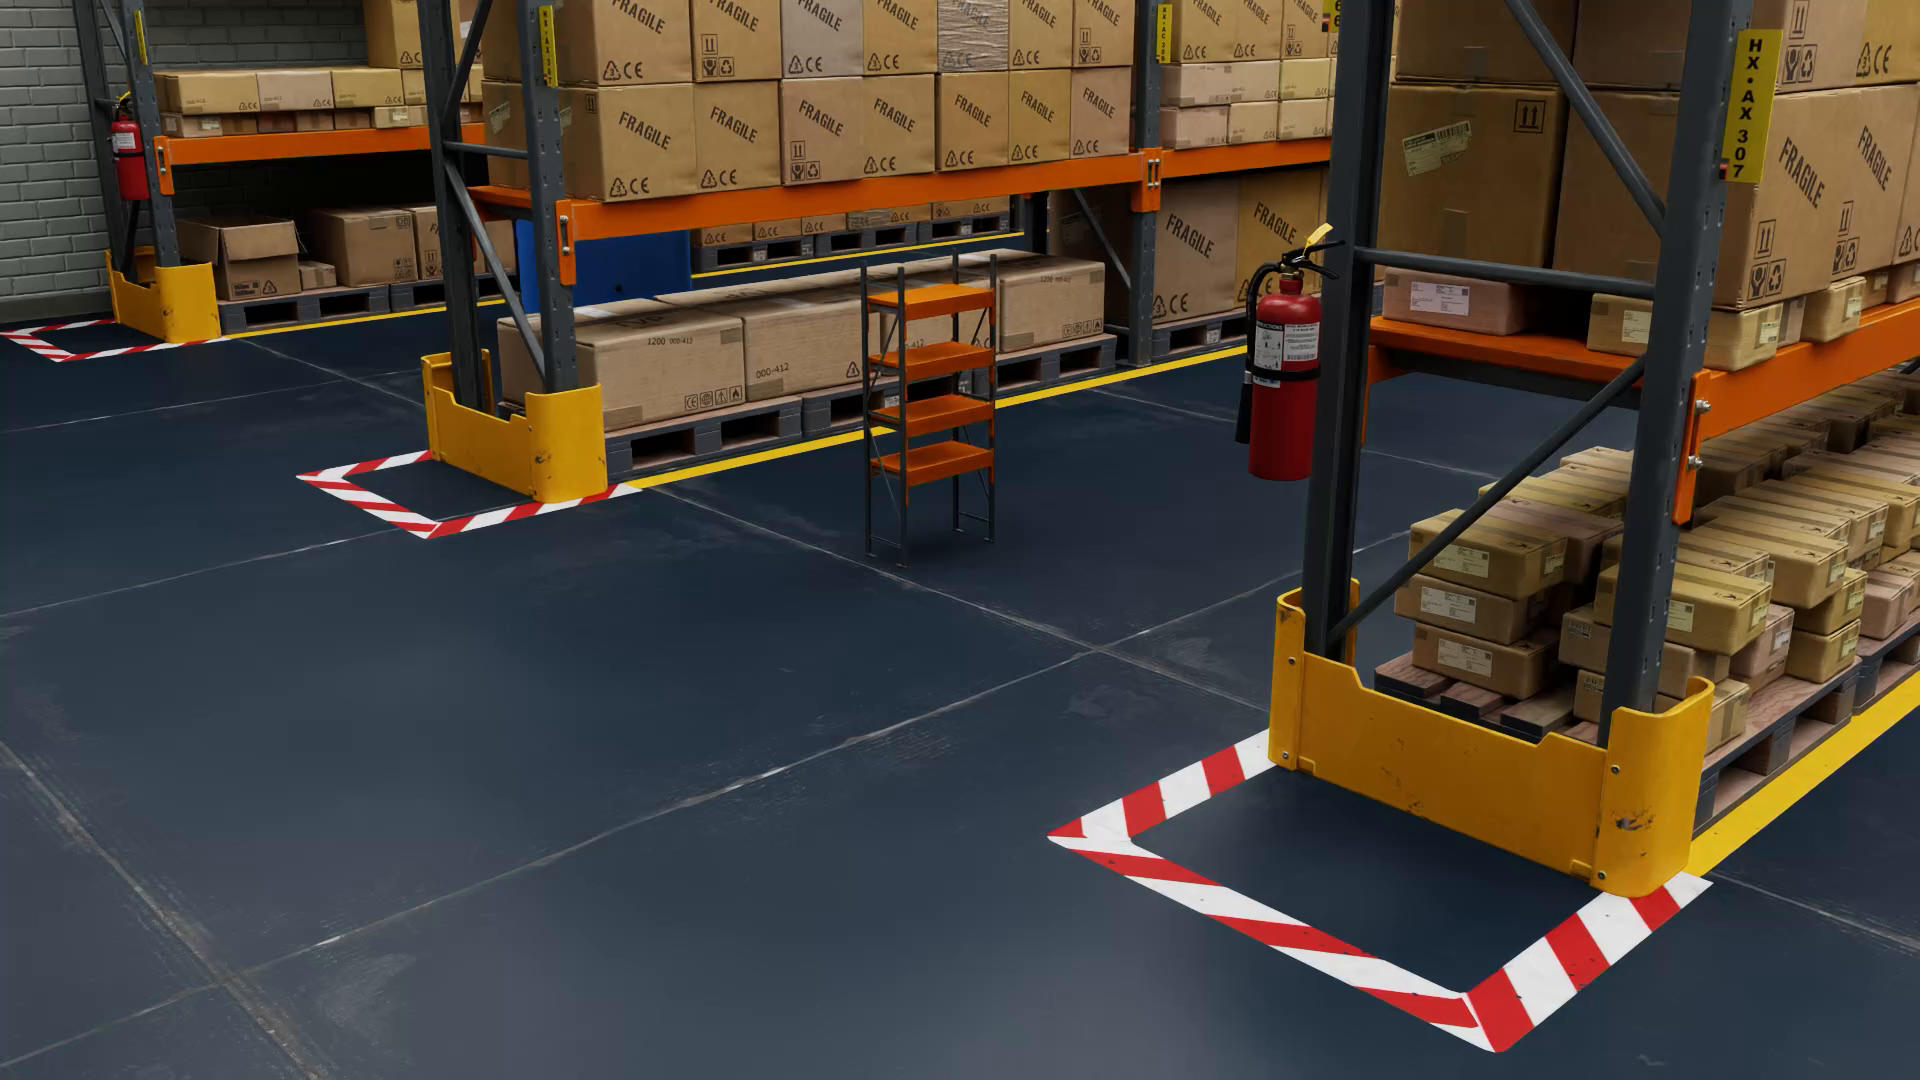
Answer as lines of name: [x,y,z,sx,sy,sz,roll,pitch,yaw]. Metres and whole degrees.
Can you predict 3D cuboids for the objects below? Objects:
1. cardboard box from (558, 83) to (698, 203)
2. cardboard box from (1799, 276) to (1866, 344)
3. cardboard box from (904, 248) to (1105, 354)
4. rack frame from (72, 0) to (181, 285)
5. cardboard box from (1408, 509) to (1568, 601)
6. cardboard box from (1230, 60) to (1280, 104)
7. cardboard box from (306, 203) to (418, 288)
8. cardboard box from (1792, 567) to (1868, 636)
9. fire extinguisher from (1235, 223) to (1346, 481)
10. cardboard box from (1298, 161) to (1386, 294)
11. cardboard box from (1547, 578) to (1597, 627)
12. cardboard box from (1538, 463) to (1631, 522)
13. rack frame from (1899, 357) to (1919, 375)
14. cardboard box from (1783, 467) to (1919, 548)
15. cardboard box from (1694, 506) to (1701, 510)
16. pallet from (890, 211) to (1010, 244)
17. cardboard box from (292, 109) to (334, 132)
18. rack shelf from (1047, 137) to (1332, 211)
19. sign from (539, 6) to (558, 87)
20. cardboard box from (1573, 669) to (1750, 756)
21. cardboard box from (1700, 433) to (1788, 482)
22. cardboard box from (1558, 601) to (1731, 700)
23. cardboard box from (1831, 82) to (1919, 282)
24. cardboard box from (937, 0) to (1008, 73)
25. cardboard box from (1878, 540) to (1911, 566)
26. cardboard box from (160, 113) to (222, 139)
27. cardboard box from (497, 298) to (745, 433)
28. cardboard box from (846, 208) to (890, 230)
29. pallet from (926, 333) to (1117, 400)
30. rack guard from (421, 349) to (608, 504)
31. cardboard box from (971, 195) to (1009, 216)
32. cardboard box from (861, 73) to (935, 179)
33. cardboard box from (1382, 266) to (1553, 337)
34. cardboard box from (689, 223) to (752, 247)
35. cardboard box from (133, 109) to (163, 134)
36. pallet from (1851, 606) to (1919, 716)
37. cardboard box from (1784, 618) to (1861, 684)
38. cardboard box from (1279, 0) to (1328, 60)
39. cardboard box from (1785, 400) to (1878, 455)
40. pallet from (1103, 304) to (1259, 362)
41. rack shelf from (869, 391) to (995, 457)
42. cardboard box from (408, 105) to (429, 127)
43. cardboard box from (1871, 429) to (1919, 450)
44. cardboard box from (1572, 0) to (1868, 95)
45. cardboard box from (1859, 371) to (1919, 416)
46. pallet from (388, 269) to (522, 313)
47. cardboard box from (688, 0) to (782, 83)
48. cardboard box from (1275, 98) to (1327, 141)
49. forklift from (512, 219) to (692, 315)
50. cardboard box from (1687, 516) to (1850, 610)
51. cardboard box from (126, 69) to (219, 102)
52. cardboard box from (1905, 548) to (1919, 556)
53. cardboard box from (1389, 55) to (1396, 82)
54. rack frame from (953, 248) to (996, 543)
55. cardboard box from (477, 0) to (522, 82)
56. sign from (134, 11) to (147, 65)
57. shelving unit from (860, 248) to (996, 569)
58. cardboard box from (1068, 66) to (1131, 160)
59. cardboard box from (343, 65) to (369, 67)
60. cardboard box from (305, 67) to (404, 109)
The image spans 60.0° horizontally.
cardboard box: [-1.564,-1.838,7.628,0.500,0.500,0.500,-17,24,-41]
cardboard box: [2.214,-0.649,4.531,0.380,0.149,0.250,17,25,42]
cardboard box: [0.267,-1.473,10.137,0.875,0.438,0.875,-17,24,-42]
rack frame: [-5.523,-2.865,10.957,0.127,3.000,1.000,-16,24,-41]
cardboard box: [1.575,0.039,4.978,0.250,0.149,0.380,-16,24,-40]
cardboard box: [1.670,-2.914,10.542,0.500,0.250,0.500,-16,24,-40]
cardboard box: [-4.365,-2.156,12.144,0.500,0.500,0.700,-15,23,-39]
cardboard box: [2.538,0.149,5.121,0.250,0.149,0.380,-15,23,-39]
fire extinguisher: [0.865,-0.501,4.397,0.183,0.674,0.296,-16,24,-41]
cardboard box: [2.493,-2.322,12.046,0.875,0.875,0.875,-16,24,-40]
cardboard box: [1.779,0.130,5.178,0.250,0.149,0.380,-17,25,-42]
cardboard box: [2.130,-0.125,5.485,0.380,0.149,0.250,17,24,42]
rack frame: [4.271,-1.513,6.787,0.127,3.000,1.000,-16,24,-41]
cardboard box: [2.922,-0.110,5.438,0.250,0.149,0.380,-16,24,-40]
cardboard box: [2.495,-0.100,5.887,0.250,0.149,0.380,-15,23,-38]
pallet: [-0.278,-3.084,16.154,1.213,0.211,1.003,-16,24,-41]
cardboard box: [-4.549,-2.921,11.538,0.250,0.149,0.380,-15,23,-39]
rack shelf: [2.250,-2.682,11.561,4.000,0.370,1.077,-16,24,-41]
sign: [-1.733,-2.077,6.995,0.005,0.325,0.100,-16,24,-41]
cardboard box: [1.965,0.452,4.669,0.250,0.149,0.380,-16,24,-40]
cardboard box: [2.725,-0.288,5.985,0.250,0.149,0.380,-16,24,-41]
cardboard box: [1.922,0.296,4.667,0.250,0.149,0.380,-15,23,-39]
cardboard box: [2.252,-1.007,4.582,0.500,0.500,0.500,-16,24,-41]
cardboard box: [-0.094,-2.746,8.809,0.500,0.500,0.500,-16,24,-40]
cardboard box: [3.037,-0.050,5.736,0.250,0.149,0.380,-15,23,-38]
cardboard box: [-5.095,-2.753,11.021,0.250,0.149,0.380,-16,24,-41]
cardboard box: [-1.699,-0.896,8.359,0.875,0.438,0.875,17,24,42]
cardboard box: [-0.983,-3.103,15.065,0.500,0.500,0.500,17,24,42]
pallet: [0.191,-1.131,10.130,1.213,0.211,1.003,-16,24,-41]
rack guard: [-2.127,-0.559,7.898,0.348,0.500,1.175,-16,24,-41]
cardboard box: [0.131,-3.433,16.081,0.500,0.500,0.500,-15,23,-39]
cardboard box: [-0.481,-2.165,8.637,0.500,0.500,0.500,-15,23,-39]
cardboard box: [1.408,-0.678,4.620,0.250,0.149,0.380,-16,24,-41]
cardboard box: [-2.110,-2.775,14.053,0.500,0.500,0.500,-15,23,-38]
cardboard box: [-5.466,-2.876,11.398,0.250,0.149,0.380,-17,24,-41]
pallet: [2.921,0.224,5.953,1.213,0.211,1.003,-16,24,-41]
cardboard box: [2.536,0.294,5.155,0.250,0.149,0.380,-16,24,-40]
cardboard box: [2.031,-3.373,10.740,0.500,0.500,0.500,-17,25,-42]
cardboard box: [3.314,-0.443,6.464,0.250,0.149,0.380,-17,25,-42]
pallet: [1.306,-1.455,11.129,1.213,0.211,1.003,-16,24,-41]
rack shelf: [-0.120,-0.472,6.712,0.480,0.148,0.258,-16,24,-41]
cardboard box: [-3.948,-3.076,12.015,0.250,0.149,0.380,-16,24,-40]
cardboard box: [3.482,-0.273,5.940,0.380,0.149,0.250,16,24,41]
cardboard box: [1.873,-1.366,4.068,0.500,0.500,0.500,-16,24,-41]
cardboard box: [3.879,-0.613,6.989,0.250,0.149,0.380,-15,23,-39]
pallet: [-4.002,-1.981,12.752,1.213,0.211,1.003,-16,24,-41]
cardboard box: [-1.194,-2.425,7.818,0.500,0.500,0.500,-17,25,-42]
cardboard box: [2.056,-2.779,10.934,0.500,0.250,0.500,-17,24,-41]
forklift: [-2.502,-2.892,11.152,1.130,2.935,3.031,-5,19,-14]
cardboard box: [2.368,0.063,4.903,0.250,0.149,0.380,-16,24,-41]
cardboard box: [-5.371,-3.092,11.418,0.500,0.250,0.500,-15,23,-39]
cardboard box: [3.233,0.062,5.870,0.250,0.149,0.380,-16,24,-40]
cardboard box: [2.798,-3.233,11.525,0.500,0.250,0.500,-17,25,-42]
rack frame: [0.057,-0.587,6.851,0.015,1.200,0.240,-16,24,-41]
cardboard box: [-1.923,-2.432,7.839,0.500,0.500,0.500,-15,23,-39]
sign: [-5.150,-3.155,10.449,0.005,0.325,0.100,-16,24,-41]
shelving unit: [-0.120,-0.536,6.691,0.503,1.200,0.258,-16,24,-41]
cardboard box: [0.636,-2.493,9.648,0.500,0.500,0.500,-16,24,-40]
cardboard box: [-4.252,-3.416,12.416,0.500,0.250,0.500,-16,24,-41]
cardboard box: [-4.276,-3.186,11.708,0.500,0.250,0.500,-17,24,-42]
